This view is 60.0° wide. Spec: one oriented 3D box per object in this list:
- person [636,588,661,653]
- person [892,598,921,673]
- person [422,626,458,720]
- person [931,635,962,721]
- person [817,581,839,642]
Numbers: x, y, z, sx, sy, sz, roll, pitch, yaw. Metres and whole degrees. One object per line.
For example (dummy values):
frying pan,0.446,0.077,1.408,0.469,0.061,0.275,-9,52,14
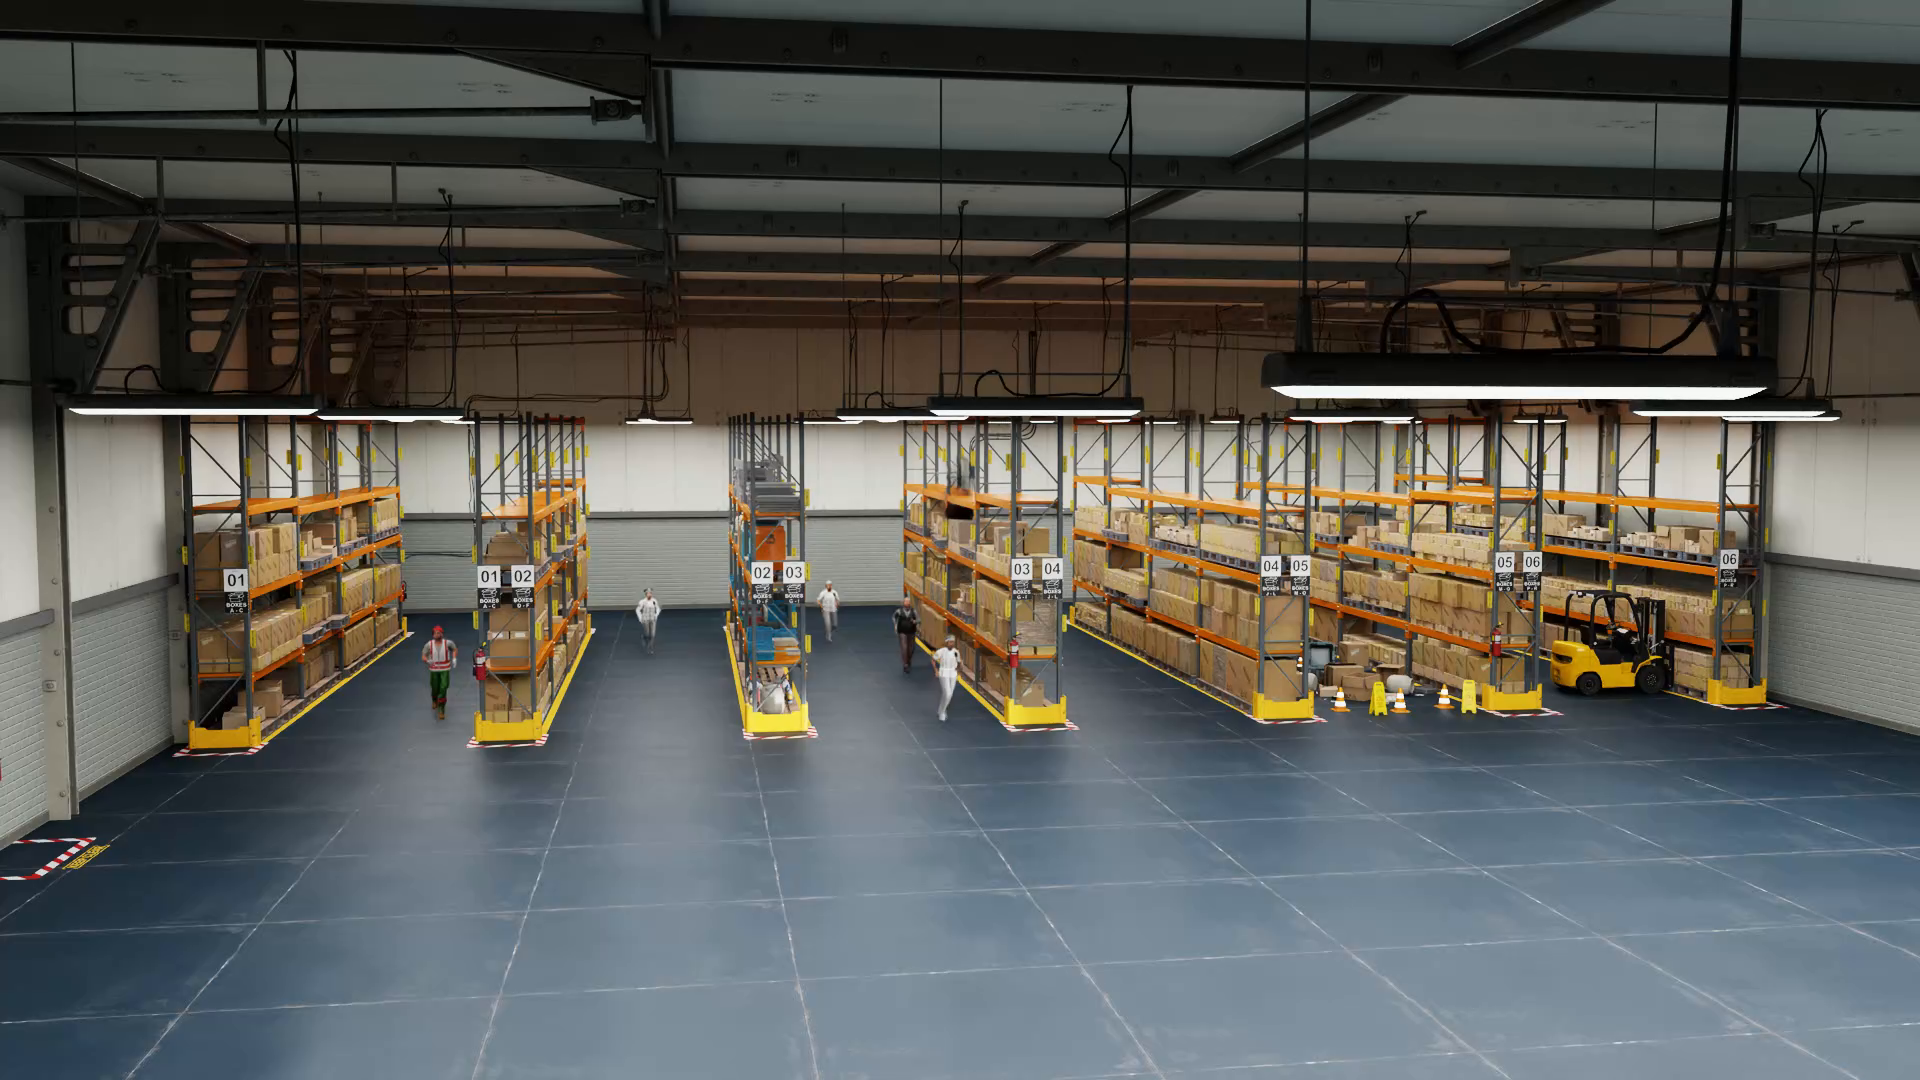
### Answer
person,-7.897,2.039,42.249,0.616,1.653,0.531,-2,4,-22
person,-1.239,2.198,38.861,0.656,1.707,0.970,-1,4,-13
person,-10.285,2.592,32.891,0.669,1.791,0.992,-1,4,-13
person,-0.235,2.702,32.523,0.566,1.704,0.648,-2,4,-25
person,-3.502,1.903,44.397,0.610,1.604,0.609,-1,4,-18
